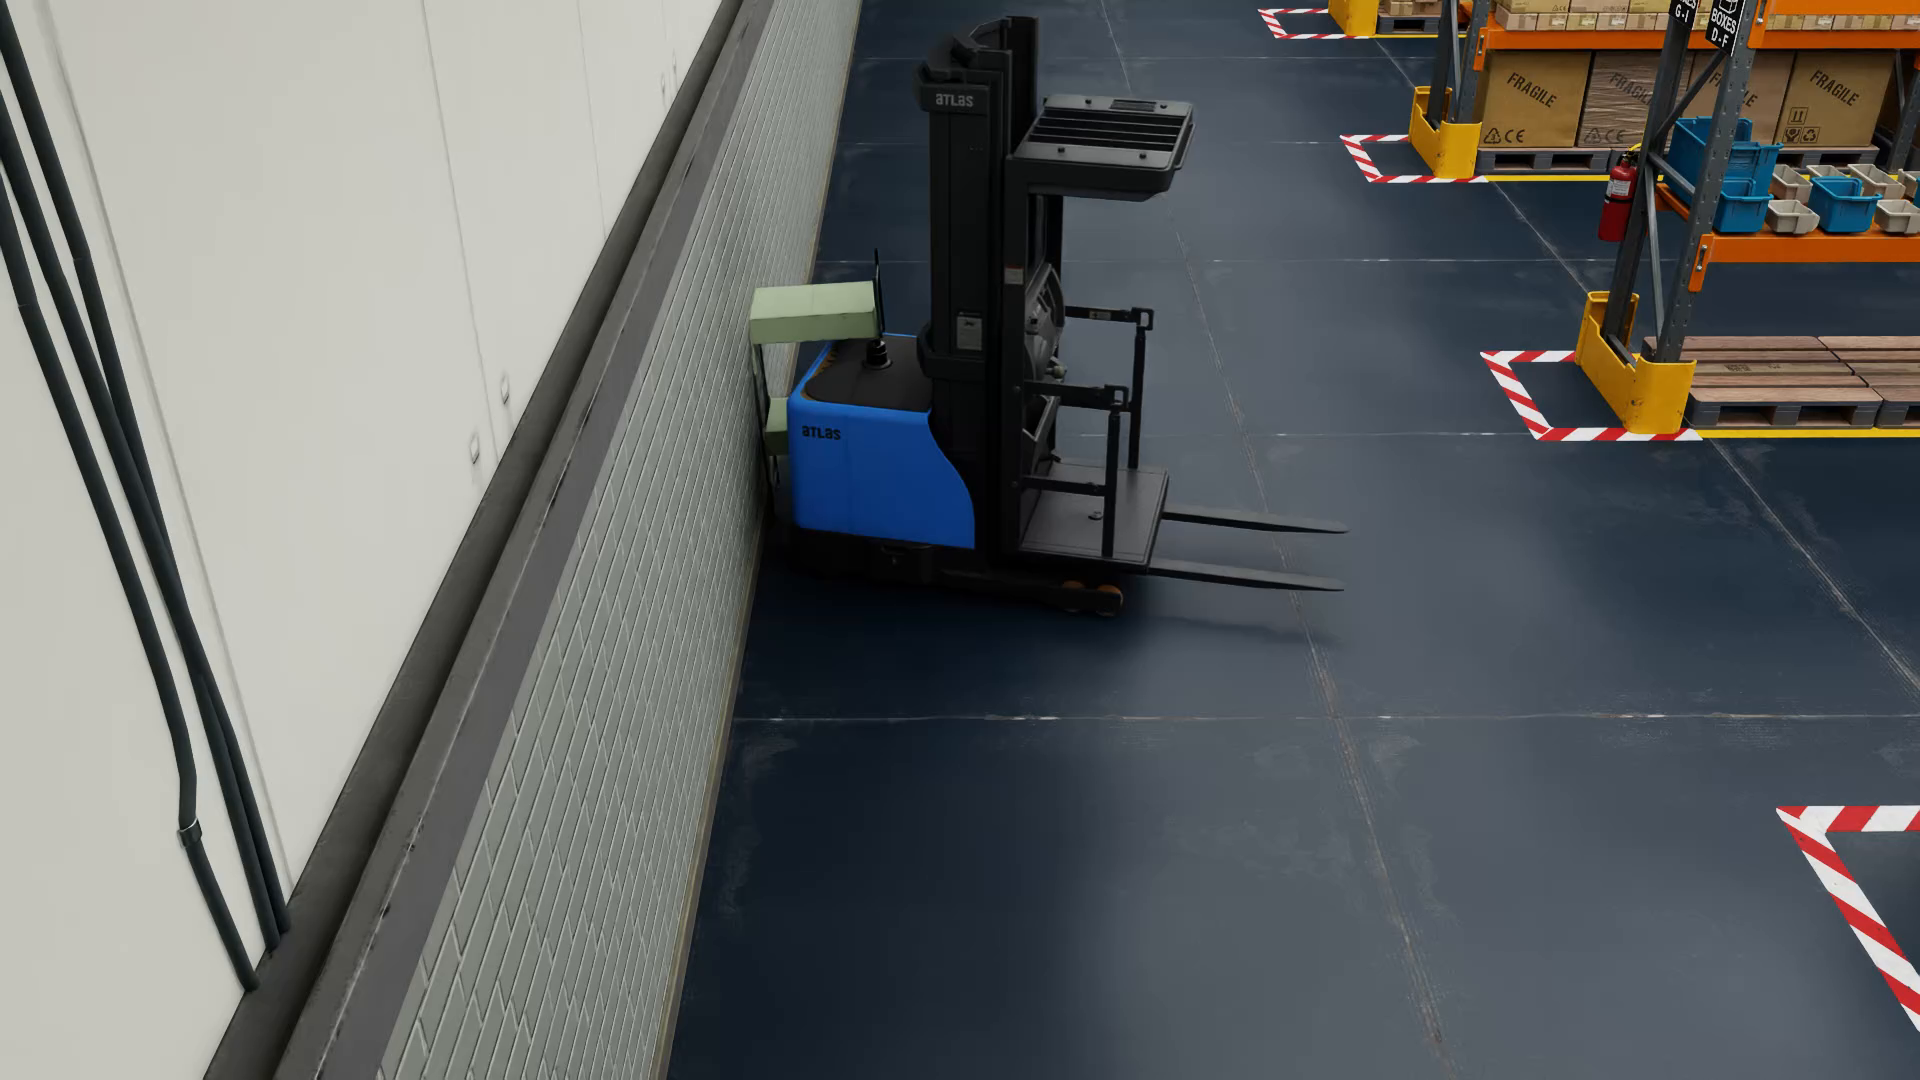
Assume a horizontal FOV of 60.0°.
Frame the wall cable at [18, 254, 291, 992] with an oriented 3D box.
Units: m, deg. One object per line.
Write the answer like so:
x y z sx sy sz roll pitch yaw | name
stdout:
-1.072 1.457 1.556 0.112 2.526 3.097 0 31 0 | wall cable

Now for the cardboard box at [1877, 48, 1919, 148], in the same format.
9.136 -4.142 15.218 0.875 0.875 1.225 0 31 0 | cardboard box

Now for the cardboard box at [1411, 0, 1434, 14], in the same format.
5.354 -6.259 19.406 0.250 0.149 0.380 0 31 0 | cardboard box

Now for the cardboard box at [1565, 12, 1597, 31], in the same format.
5.366 -4.571 14.524 0.250 0.149 0.380 -1 31 -1 | cardboard box

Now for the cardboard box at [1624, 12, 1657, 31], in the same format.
5.881 -4.573 14.526 0.250 0.149 0.380 -1 31 -1 | cardboard box

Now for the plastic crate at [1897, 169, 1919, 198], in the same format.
6.204 -2.304 10.741 0.250 0.136 0.298 0 31 0 | plastic crate

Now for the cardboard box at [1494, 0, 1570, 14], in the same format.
4.978 -4.771 14.468 0.500 0.250 0.500 -1 31 -2 | cardboard box

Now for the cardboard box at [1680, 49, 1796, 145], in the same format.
6.935 -4.166 15.258 0.875 0.875 0.875 0 31 0 | cardboard box

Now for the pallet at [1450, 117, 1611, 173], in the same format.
5.295 -3.697 15.529 1.213 0.211 1.003 0 31 0 | pallet

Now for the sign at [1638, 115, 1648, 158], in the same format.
4.506 -2.632 10.928 0.005 0.325 0.100 0 31 0 | sign

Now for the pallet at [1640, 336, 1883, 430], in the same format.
5.351 -1.067 11.195 1.213 0.211 1.003 0 31 0 | pallet

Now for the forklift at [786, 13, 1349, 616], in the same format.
0.633 -1.145 8.701 3.031 2.935 1.130 7 32 11 | forklift

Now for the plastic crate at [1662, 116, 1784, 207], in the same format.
4.860 -2.416 10.637 0.499 0.435 0.616 0 31 0 | plastic crate

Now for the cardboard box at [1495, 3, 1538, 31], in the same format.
4.853 -4.569 14.519 0.250 0.149 0.380 0 31 0 | cardboard box

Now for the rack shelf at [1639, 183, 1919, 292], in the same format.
6.526 -1.976 10.697 4.000 0.370 1.077 0 31 0 | rack shelf

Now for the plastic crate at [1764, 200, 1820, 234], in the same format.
5.096 -1.978 10.204 0.298 0.136 0.250 0 31 0 | plastic crate

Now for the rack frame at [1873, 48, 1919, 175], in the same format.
8.496 -4.859 14.755 0.127 3.000 1.000 0 31 0 | rack frame

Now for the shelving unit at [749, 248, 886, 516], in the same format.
-0.790 -0.891 9.631 0.755 1.500 0.431 -3 33 1 | shelving unit

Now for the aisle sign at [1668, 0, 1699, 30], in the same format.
4.452 -3.540 10.076 0.004 0.787 0.394 0 31 0 | aisle sign

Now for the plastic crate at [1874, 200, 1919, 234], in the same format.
5.774 -1.980 10.207 0.298 0.136 0.250 0 31 0 | plastic crate

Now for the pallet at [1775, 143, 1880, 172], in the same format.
7.735 -3.705 15.541 1.213 0.211 1.003 0 31 0 | pallet

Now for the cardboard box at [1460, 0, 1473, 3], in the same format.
5.868 -6.338 19.251 0.250 0.149 0.380 1 31 1 | cardboard box

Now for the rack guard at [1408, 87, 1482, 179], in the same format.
4.472 -3.777 15.383 0.348 0.500 1.175 0 31 0 | rack guard

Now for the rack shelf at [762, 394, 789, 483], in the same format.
-0.770 -0.620 9.810 0.720 0.370 0.431 -3 33 1 | rack shelf

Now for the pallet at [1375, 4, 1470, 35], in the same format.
5.456 -6.211 19.673 1.213 0.211 1.003 0 31 0 | pallet

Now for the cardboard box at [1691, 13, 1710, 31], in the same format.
6.391 -4.574 14.529 0.250 0.149 0.380 -1 31 -2 | cardboard box

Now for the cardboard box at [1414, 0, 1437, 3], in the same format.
5.367 -6.347 19.265 0.250 0.149 0.380 0 31 -1 | cardboard box

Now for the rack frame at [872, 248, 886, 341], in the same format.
-0.425 -0.913 9.624 0.023 1.500 0.400 -3 33 1 | rack frame

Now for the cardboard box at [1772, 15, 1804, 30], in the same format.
7.164 -4.577 14.533 0.250 0.149 0.380 0 31 1 | cardboard box

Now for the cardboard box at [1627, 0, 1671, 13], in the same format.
6.000 -4.775 14.476 0.500 0.250 0.500 -1 31 -2 | cardboard box

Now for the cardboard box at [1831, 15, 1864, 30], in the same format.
7.679 -4.579 14.536 0.250 0.149 0.380 -1 31 -1 | cardboard box

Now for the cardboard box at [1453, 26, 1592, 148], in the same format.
5.136 -4.161 15.248 0.875 0.875 0.875 0 31 0 | cardboard box

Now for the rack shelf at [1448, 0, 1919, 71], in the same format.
6.496 -4.545 14.931 4.000 0.370 1.077 0 31 0 | rack shelf

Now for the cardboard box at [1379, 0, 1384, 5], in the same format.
5.092 -6.490 19.787 0.250 0.149 0.380 0 31 1 | cardboard box

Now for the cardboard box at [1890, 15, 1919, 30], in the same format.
8.193 -4.580 14.539 0.250 0.149 0.380 0 31 0 | cardboard box

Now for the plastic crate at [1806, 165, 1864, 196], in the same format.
5.630 -2.280 10.701 0.243 0.136 0.396 0 31 0 | plastic crate
